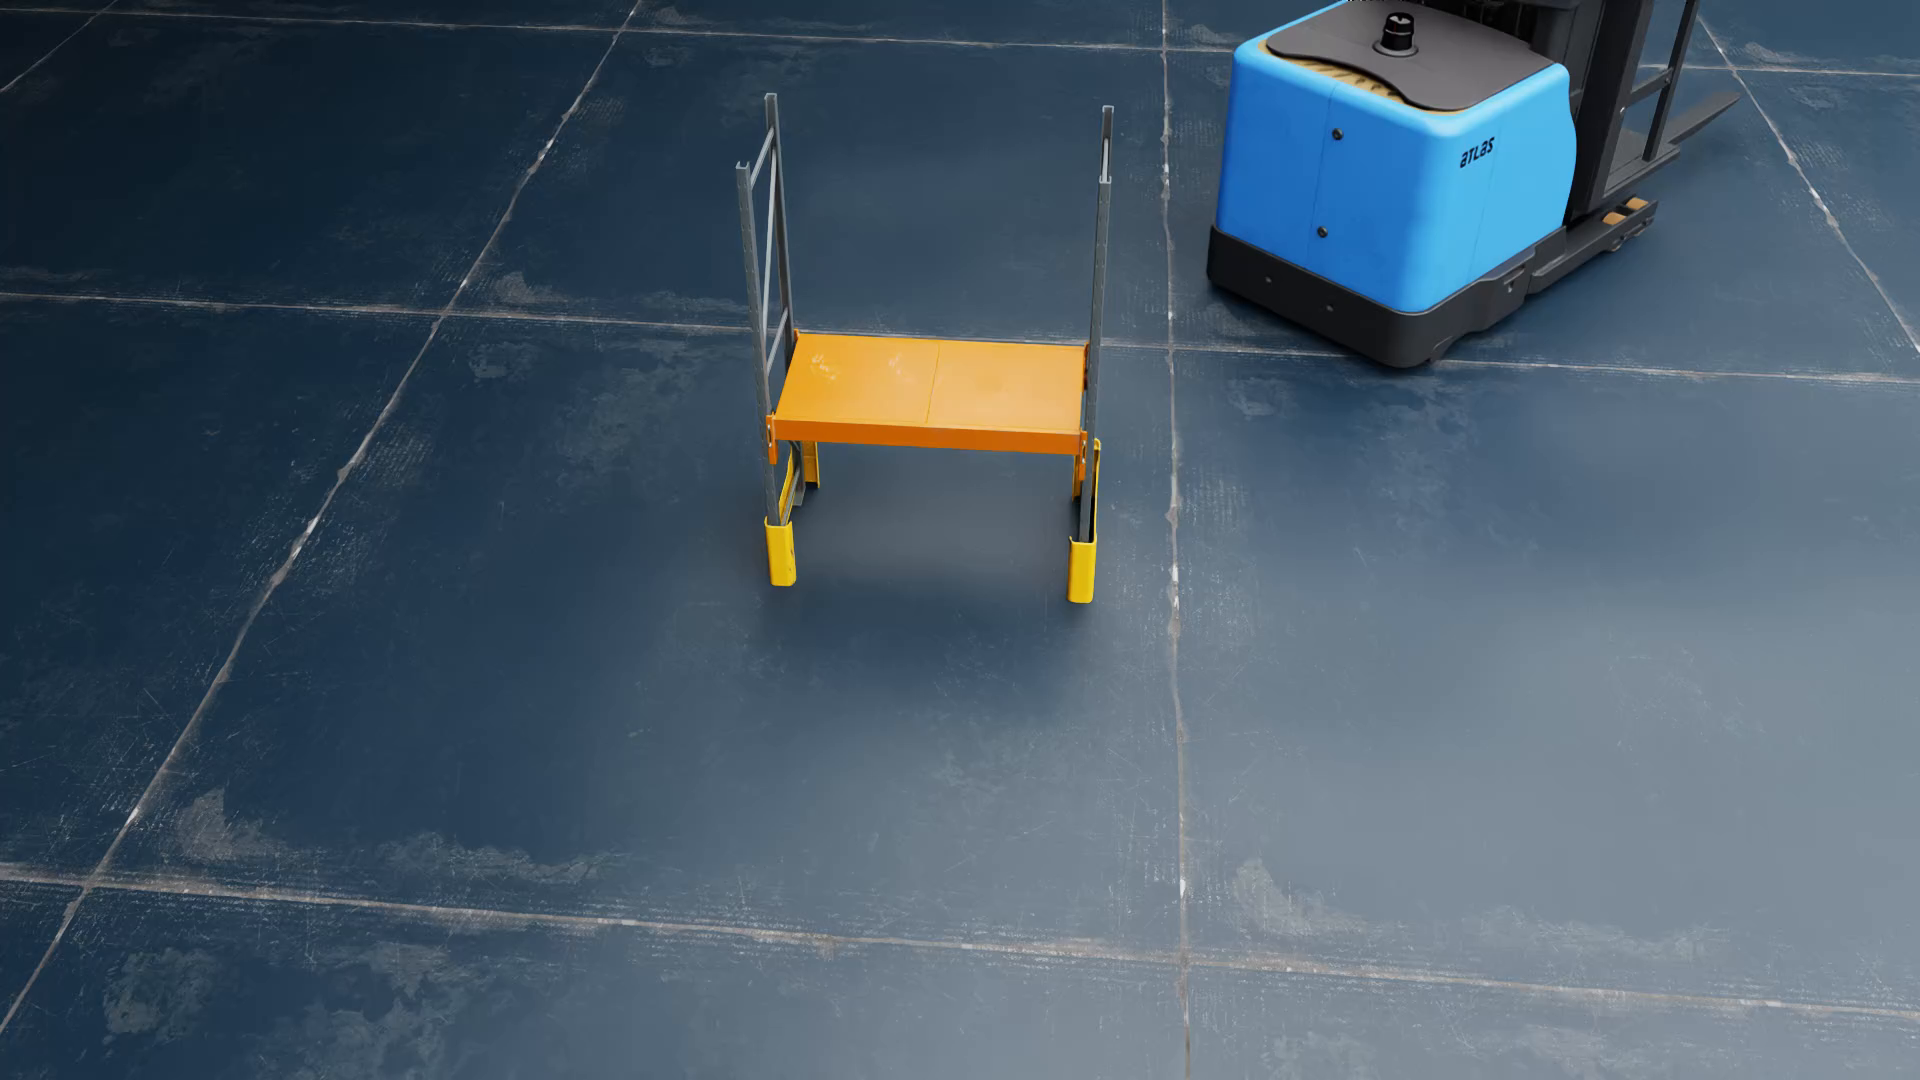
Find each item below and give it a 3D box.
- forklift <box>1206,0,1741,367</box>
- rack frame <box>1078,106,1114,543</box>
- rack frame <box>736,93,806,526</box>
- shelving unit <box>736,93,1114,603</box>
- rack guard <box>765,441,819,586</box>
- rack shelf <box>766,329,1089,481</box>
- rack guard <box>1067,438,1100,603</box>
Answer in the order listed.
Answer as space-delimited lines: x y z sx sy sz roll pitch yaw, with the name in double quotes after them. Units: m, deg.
2.454 -2.620 6.647 3.031 2.935 1.130 -31 48 -32 "forklift"
0.421 -0.559 5.248 0.032 1.500 0.500 3 39 4 "rack frame"
-0.591 -0.614 5.316 0.032 1.500 0.500 3 39 4 "rack frame"
-0.076 -0.586 5.282 1.083 1.500 0.587 3 39 4 "shelving unit"
-0.572 -0.128 5.710 0.087 0.250 0.587 3 39 4 "rack guard"
-0.085 -0.447 5.396 1.000 0.185 0.538 3 39 4 "rack shelf"
0.420 -0.074 5.643 0.087 0.250 0.587 3 39 4 "rack guard"
